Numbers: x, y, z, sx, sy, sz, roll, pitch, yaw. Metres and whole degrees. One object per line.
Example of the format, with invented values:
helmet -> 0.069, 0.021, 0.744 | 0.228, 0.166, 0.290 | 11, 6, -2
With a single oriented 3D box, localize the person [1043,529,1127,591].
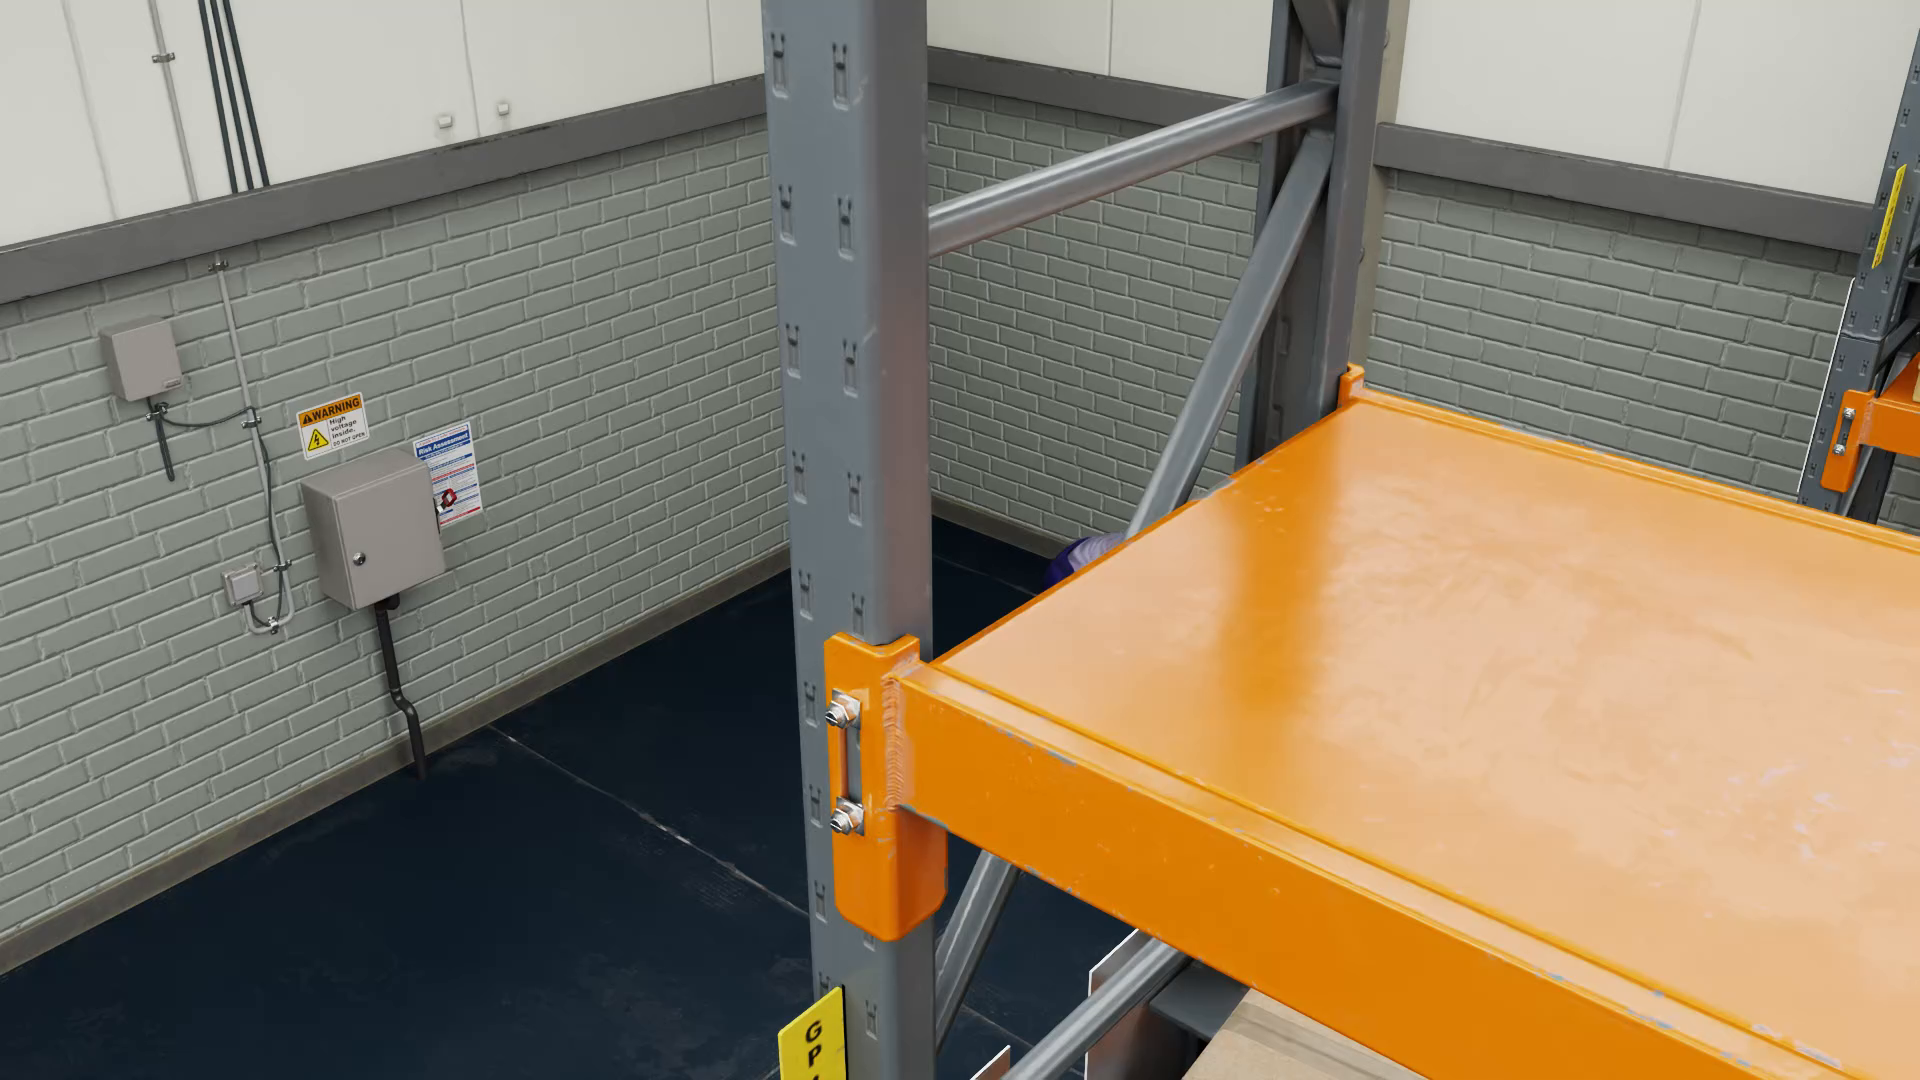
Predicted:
person -> 0.829, 0.406, 8.630 | 0.814, 1.316, 0.467 | 20, 33, 33
